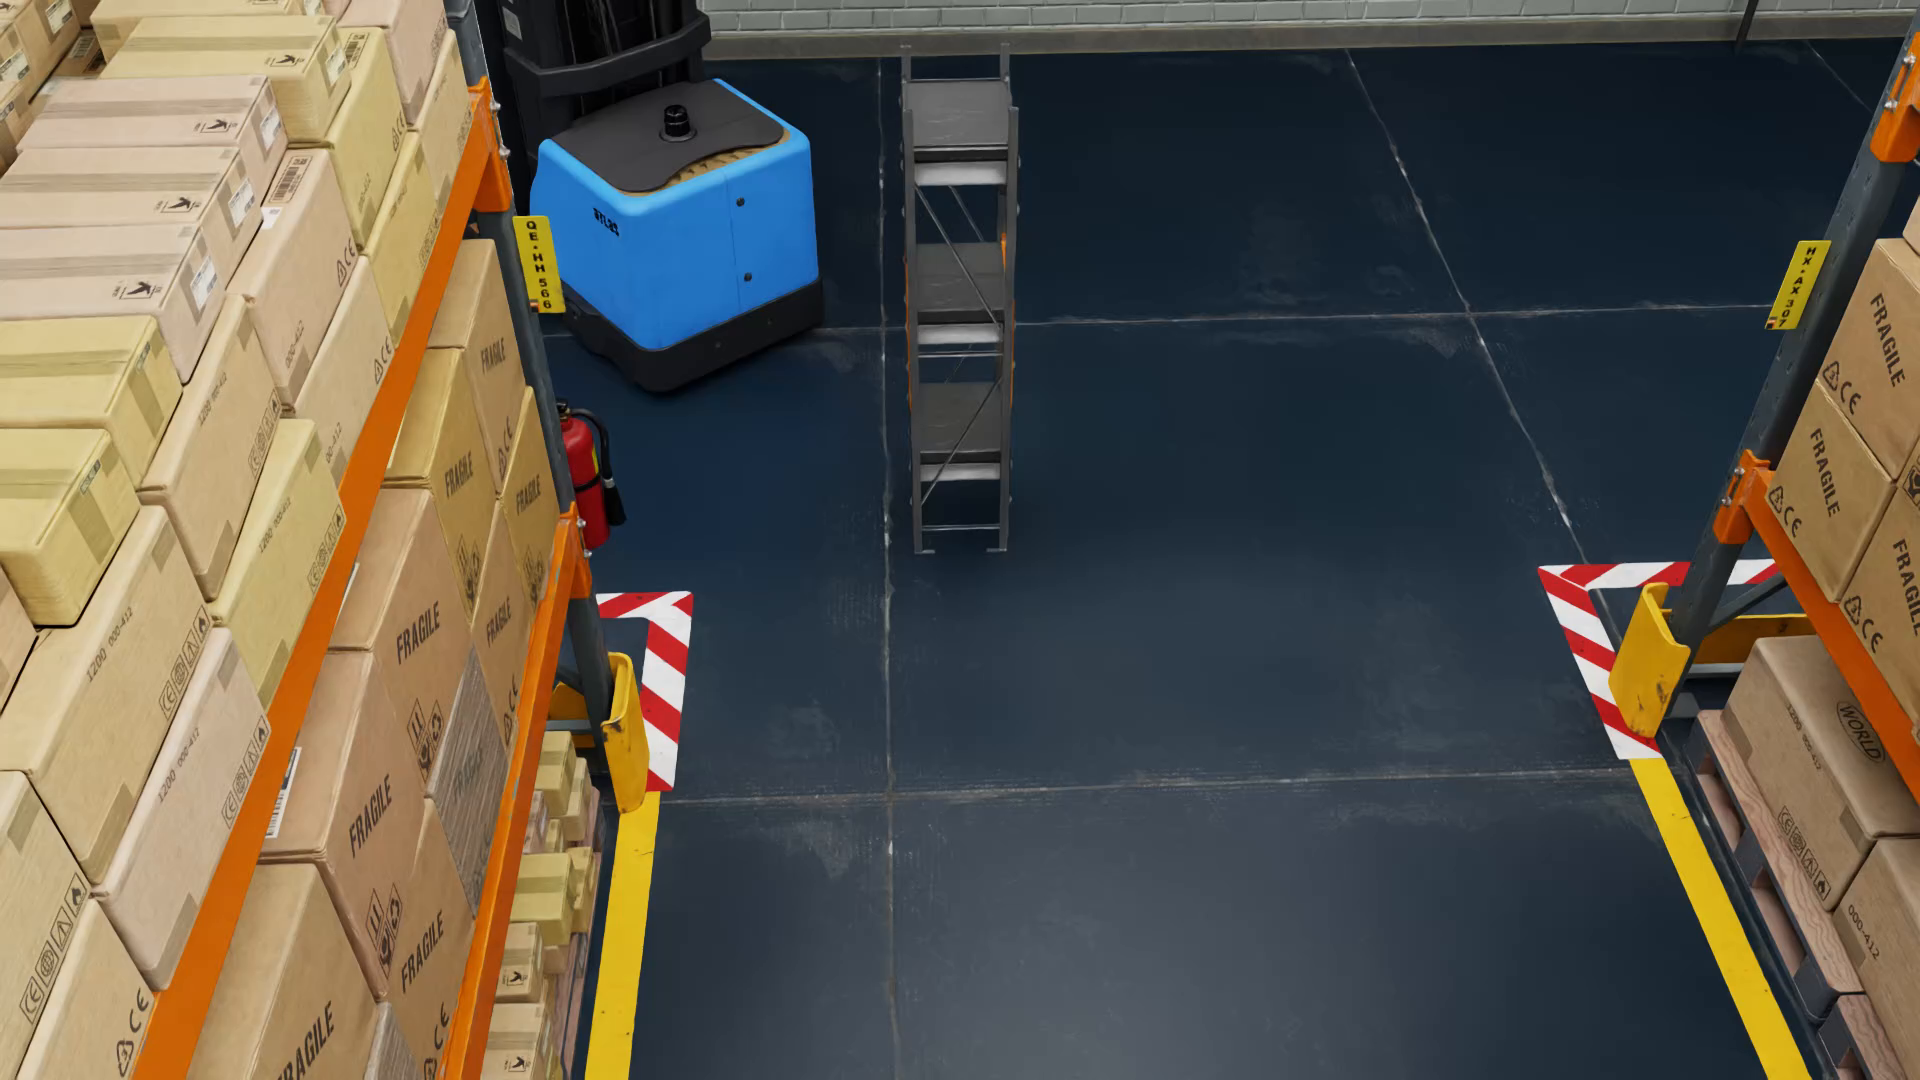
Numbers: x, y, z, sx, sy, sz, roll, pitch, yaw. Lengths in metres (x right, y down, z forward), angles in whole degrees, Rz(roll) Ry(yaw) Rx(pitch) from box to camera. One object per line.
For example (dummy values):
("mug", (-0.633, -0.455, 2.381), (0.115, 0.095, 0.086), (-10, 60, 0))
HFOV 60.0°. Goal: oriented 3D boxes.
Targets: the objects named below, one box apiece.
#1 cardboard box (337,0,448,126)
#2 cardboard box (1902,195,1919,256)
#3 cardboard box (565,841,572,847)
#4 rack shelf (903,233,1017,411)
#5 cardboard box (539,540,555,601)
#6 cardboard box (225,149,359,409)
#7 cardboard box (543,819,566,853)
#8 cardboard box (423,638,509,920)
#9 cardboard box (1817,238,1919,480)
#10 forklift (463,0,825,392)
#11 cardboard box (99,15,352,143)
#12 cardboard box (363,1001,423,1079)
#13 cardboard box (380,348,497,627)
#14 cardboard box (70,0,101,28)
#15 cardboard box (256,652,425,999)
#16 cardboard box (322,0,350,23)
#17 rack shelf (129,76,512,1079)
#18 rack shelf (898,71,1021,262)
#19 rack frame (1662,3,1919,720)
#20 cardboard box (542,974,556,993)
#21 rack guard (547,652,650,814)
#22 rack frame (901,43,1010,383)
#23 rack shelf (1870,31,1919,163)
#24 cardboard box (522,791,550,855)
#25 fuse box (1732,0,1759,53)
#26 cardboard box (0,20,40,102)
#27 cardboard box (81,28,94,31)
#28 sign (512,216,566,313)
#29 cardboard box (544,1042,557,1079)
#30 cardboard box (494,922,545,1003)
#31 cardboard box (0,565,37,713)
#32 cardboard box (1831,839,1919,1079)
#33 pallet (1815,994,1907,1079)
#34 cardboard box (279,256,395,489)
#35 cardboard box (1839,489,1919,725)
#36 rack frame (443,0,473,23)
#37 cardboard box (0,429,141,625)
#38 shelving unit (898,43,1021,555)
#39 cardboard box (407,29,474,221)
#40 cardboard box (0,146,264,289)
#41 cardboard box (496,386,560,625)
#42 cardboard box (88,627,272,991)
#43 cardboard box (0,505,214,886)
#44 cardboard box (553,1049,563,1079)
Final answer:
("cardboard box", (-1.496, -1.179, 3.837), (0.500, 0.250, 0.500), (-3, 43, -3))
("cardboard box", (2.910, -0.855, 4.669), (0.380, 0.149, 0.250), (-1, 43, -1))
("cardboard box", (-1.539, 0.998, 5.740), (0.380, 0.149, 0.250), (-1, 43, -1))
("rack shelf", (-0.007, -0.876, 6.672), (0.431, 0.518, 0.480), (-2, 43, -2))
("cardboard box", (-1.473, 0.057, 5.154), (0.380, 0.149, 0.250), (-2, 43, -2))
("cardboard box", (-1.454, -0.487, 3.083), (0.500, 0.250, 0.500), (-1, 43, -1))
("cardboard box", (-1.504, 1.065, 5.447), (0.380, 0.149, 0.250), (-3, 43, -3))
("cardboard box", (-1.445, 0.592, 4.090), (0.500, 0.500, 0.500), (-2, 43, -2))
("cardboard box", (2.908, -0.531, 4.795), (0.500, 0.500, 0.500), (-3, 43, -3))
("forklift", (-2.010, -2.715, 8.043), (1.130, 2.935, 3.031), (-29, 50, -28))
("cardboard box", (-1.418, -0.895, 3.233), (0.380, 0.149, 0.250), (-1, 43, -1))
("cardboard box", (-1.382, 1.290, 3.329), (0.500, 0.500, 0.500), (-2, 43, -3))
("cardboard box", (-1.480, -0.119, 4.125), (0.500, 0.500, 0.500), (-3, 43, -3))
("cardboard box", (-1.990, -1.232, 3.600), (0.380, 0.149, 0.250), (0, 43, 0))
("cardboard box", (-1.423, 0.589, 3.353), (0.500, 0.500, 0.500), (-3, 43, -3))
("cardboard box", (-1.528, -1.245, 3.614), (0.380, 0.149, 0.250), (-1, 43, -1))
("rack shelf", (-1.684, 0.262, 3.057), (1.077, 0.370, 4.000), (-2, 43, -2))
("rack shelf", (-0.007, -1.392, 6.199), (0.431, 0.518, 0.480), (-2, 43, -2))
("rack frame", (3.172, -0.458, 5.529), (1.000, 3.000, 0.127), (-2, 43, -2))
("cardboard box", (-1.501, 1.350, 5.357), (0.380, 0.149, 0.250), (-2, 43, -2))
("rack guard", (-1.766, 0.725, 6.089), (1.175, 0.500, 0.348), (-2, 43, -2))
("rack frame", (-0.017, -1.051, 6.842), (0.400, 2.100, 0.015), (-2, 43, -2))
("rack shelf", (3.257, 0.052, 3.286), (1.077, 0.370, 4.000), (-2, 43, -2))
("cardboard box", (-1.540, 0.951, 5.352), (0.380, 0.149, 0.250), (-1, 43, -1))
("fuse box", (5.014, -3.751, 10.075), (0.539, 1.711, 0.414), (-2, 43, -2))
("cardboard box", (-2.042, -0.882, 3.218), (0.380, 0.149, 0.250), (-1, 43, -1))
("cardboard box", (-2.010, -1.172, 3.830), (0.500, 0.250, 0.500), (-1, 43, -1))
("sign", (-1.214, -0.793, 4.805), (0.100, 0.325, 0.005), (-2, 43, -2))
("cardboard box", (-1.403, 1.587, 4.878), (0.380, 0.149, 0.250), (-1, 43, -1))
("cardboard box", (-1.455, 1.299, 4.972), (0.380, 0.149, 0.250), (-3, 43, -4))
("cardboard box", (-1.412, 0.165, 2.077), (0.380, 0.149, 0.250), (-3, 43, -3))
("cardboard box", (3.347, 1.392, 5.097), (0.875, 0.438, 0.875), (-1, 43, -1))
("pallet", (3.333, 1.929, 4.989), (1.003, 0.211, 1.213), (-2, 43, -2))
("cardboard box", (-1.449, -0.319, 3.269), (0.500, 0.250, 0.500), (0, 43, 0))
("cardboard box", (2.955, 0.178, 4.762), (0.500, 0.500, 0.500), (-2, 43, -2))
("rack frame", (-1.769, -2.459, 3.273), (1.000, 3.000, 0.127), (-2, 43, -2))
("cardboard box", (-1.378, -0.021, 2.279), (0.380, 0.149, 0.250), (0, 43, 0))
("shelving unit", (-0.007, -0.886, 6.662), (0.431, 2.100, 0.503), (-2, 43, -2))
("cardboard box", (-1.486, -0.998, 4.010), (0.500, 0.250, 0.500), (-2, 43, -3))
("cardboard box", (-1.439, -0.548, 2.854), (0.380, 0.149, 0.250), (-1, 43, -1))
("cardboard box", (-1.493, -0.098, 4.843), (0.500, 0.500, 0.500), (-1, 43, -1))
("cardboard box", (-1.388, 0.392, 2.493), (0.500, 0.250, 0.500), (0, 43, 0))
("cardboard box", (-1.404, 0.210, 2.322), (0.500, 0.250, 0.500), (-1, 43, -1))
("cardboard box", (-1.404, 1.686, 4.990), (0.380, 0.149, 0.250), (-3, 43, -4))
